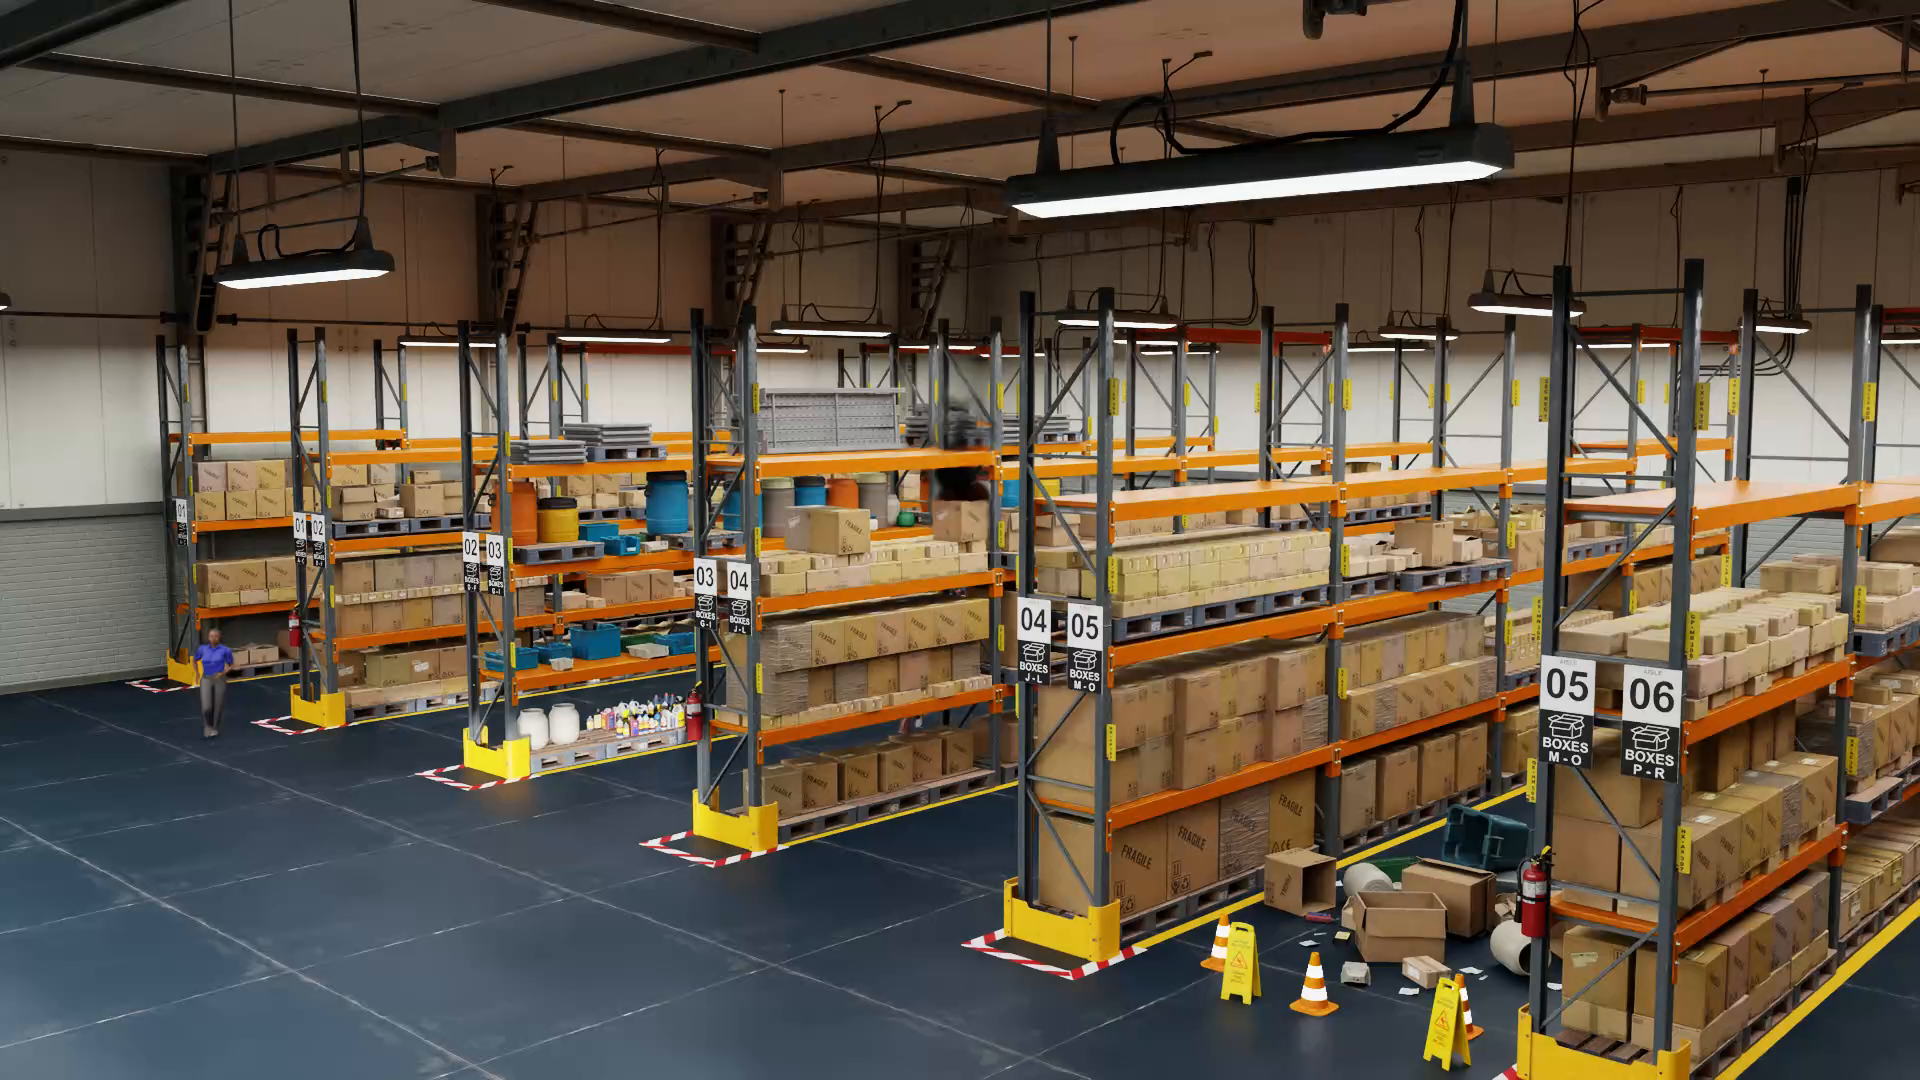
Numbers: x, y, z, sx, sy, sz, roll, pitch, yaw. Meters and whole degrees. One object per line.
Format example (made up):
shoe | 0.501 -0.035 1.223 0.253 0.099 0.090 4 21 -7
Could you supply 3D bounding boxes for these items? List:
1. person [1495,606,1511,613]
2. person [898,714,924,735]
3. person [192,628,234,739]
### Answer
person | 8.503 1.867 25.911 0.745 1.717 0.728 -5 7 -42
person | -0.719 2.061 24.245 0.562 1.656 0.926 3 6 28
person | -10.845 2.091 24.167 0.564 1.625 0.544 -2 6 -24
